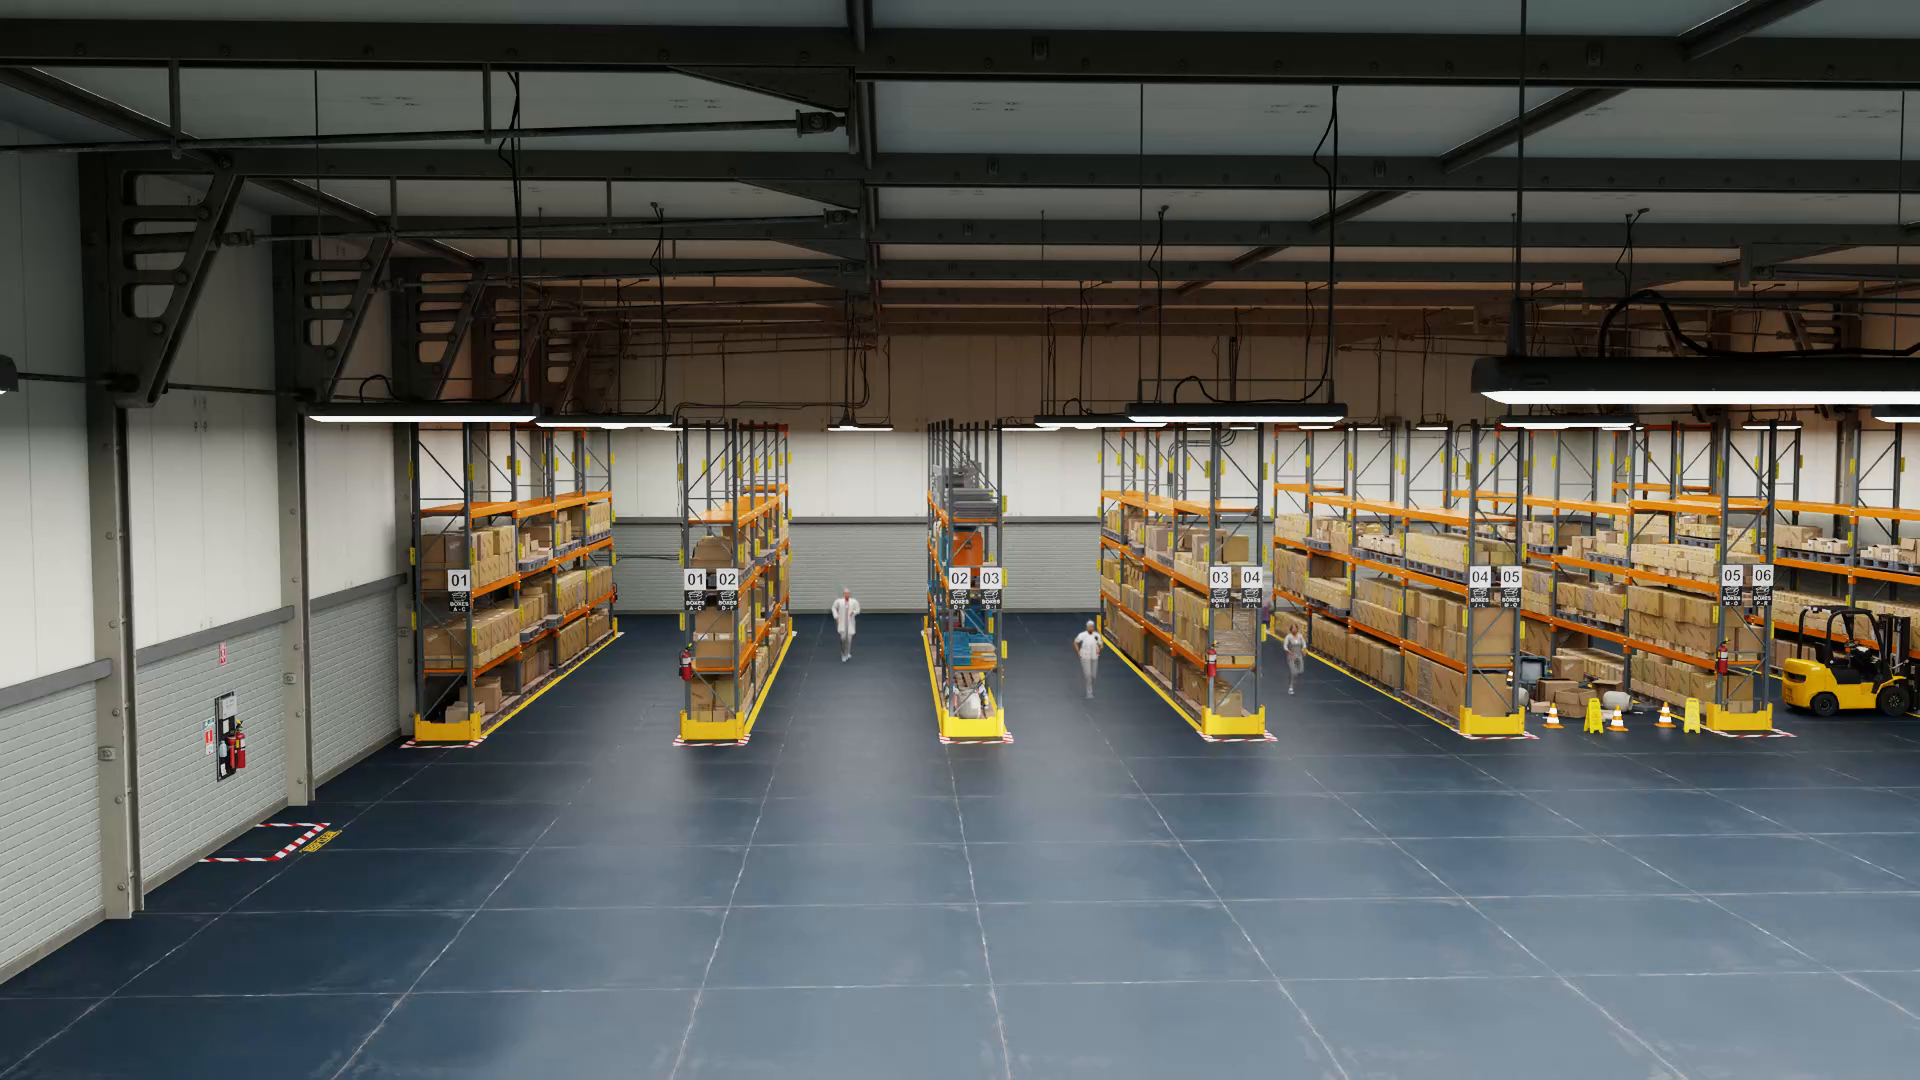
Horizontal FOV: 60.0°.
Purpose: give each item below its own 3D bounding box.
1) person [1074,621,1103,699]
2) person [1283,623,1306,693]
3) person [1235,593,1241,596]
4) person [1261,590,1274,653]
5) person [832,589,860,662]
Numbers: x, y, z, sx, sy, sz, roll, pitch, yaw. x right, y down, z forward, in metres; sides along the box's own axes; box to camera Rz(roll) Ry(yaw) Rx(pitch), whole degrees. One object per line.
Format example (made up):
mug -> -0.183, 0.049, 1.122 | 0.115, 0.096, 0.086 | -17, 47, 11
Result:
person -> 2.798, 2.580, 36.138 | 0.611, 1.658, 0.807 | -1, 4, -12
person -> 7.380, 2.611, 36.588 | 0.566, 1.558, 0.602 | 0, 4, -8
person -> 7.682, 1.851, 47.303 | 0.737, 1.712, 0.603 | 2, 4, 31
person -> 7.978, 2.137, 43.702 | 0.509, 1.650, 0.721 | 0, 4, 0
person -> -2.864, 2.162, 41.991 | 0.697, 1.850, 0.759 | -1, 4, -10
